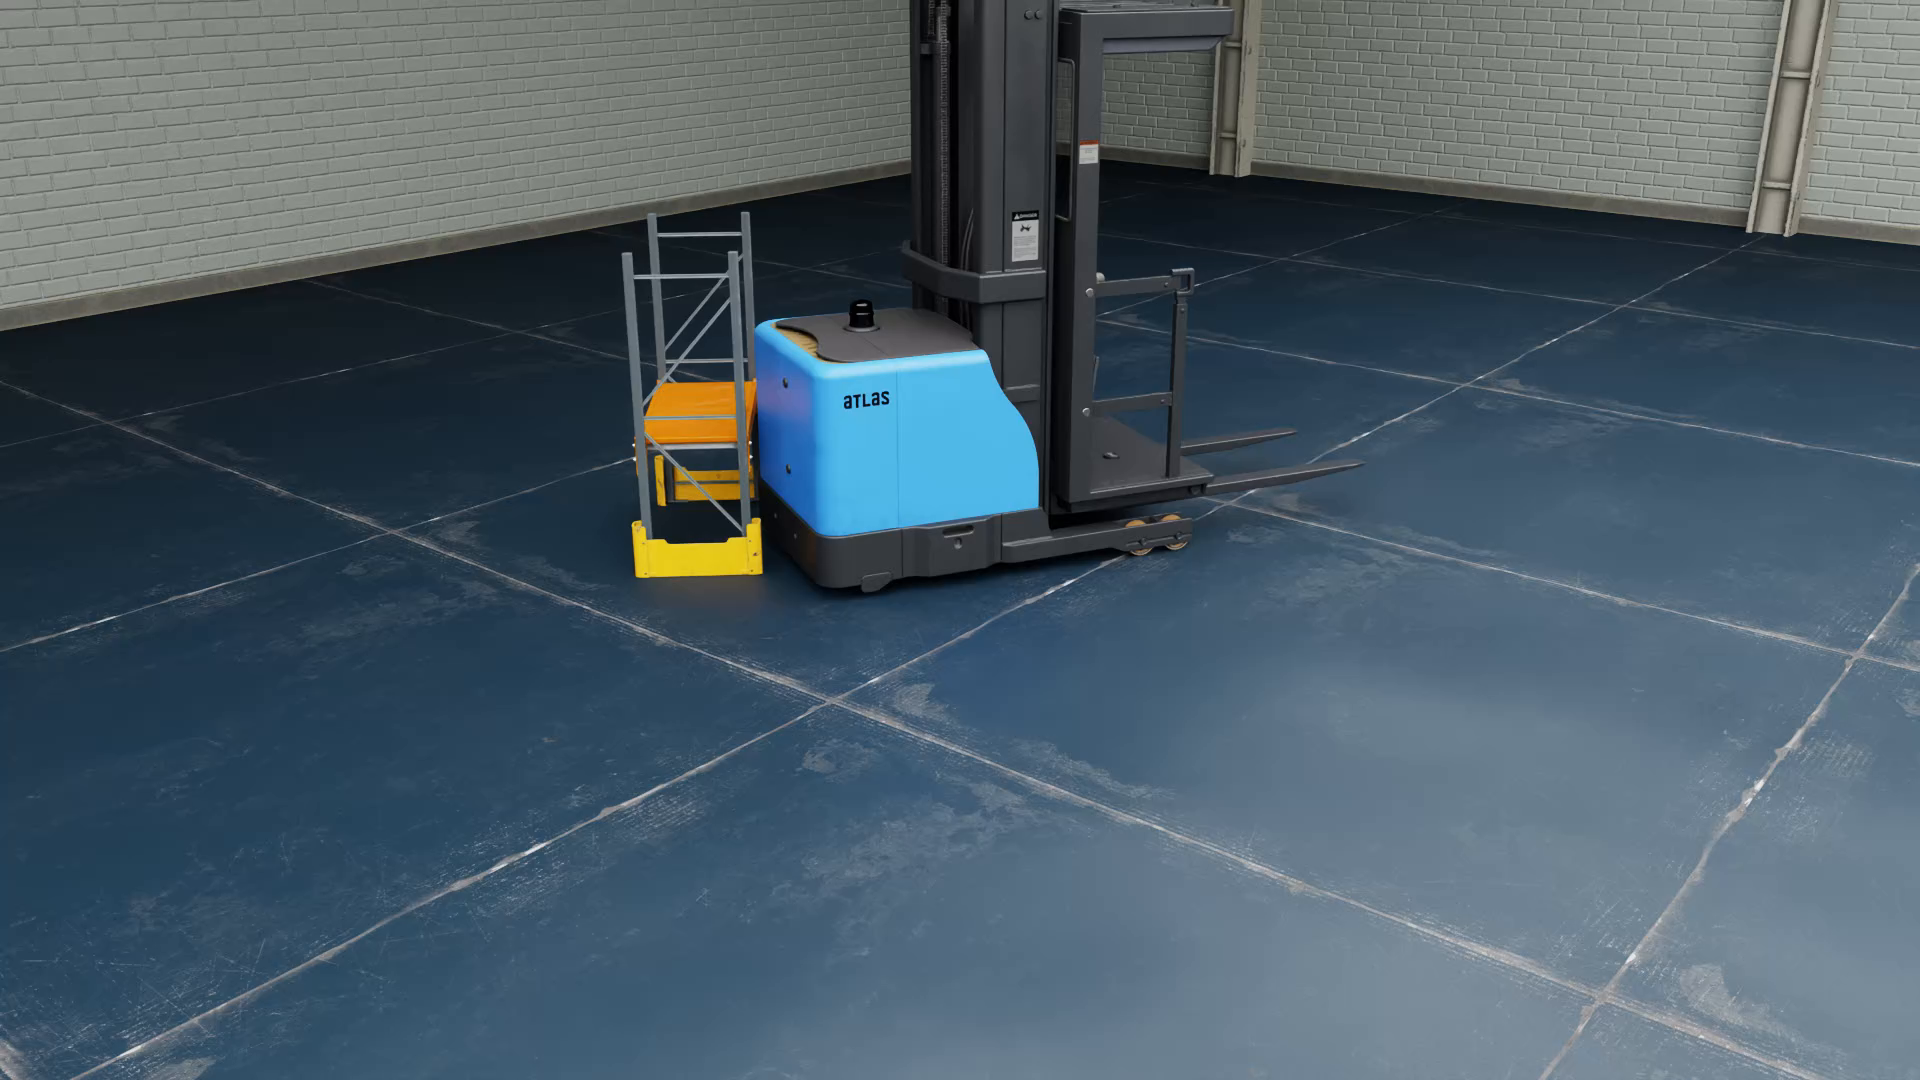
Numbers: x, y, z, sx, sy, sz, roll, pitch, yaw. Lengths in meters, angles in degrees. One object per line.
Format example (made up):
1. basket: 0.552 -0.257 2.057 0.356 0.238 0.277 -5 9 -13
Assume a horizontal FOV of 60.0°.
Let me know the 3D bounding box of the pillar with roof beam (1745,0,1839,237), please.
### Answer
1. pillar with roof beam: 5.111 -6.006 11.343 0.400 9.000 9.100 16 26 36

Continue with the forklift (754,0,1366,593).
1. forklift: 0.577 -1.459 7.883 3.031 2.935 1.130 -9 22 -22

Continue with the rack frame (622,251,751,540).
1. rack frame: -1.216 -0.548 7.494 0.500 1.500 0.032 -1 21 -4

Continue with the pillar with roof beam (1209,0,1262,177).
1. pillar with roof beam: 0.463 -7.345 14.892 0.400 9.000 9.100 16 26 36

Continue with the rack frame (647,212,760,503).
1. rack frame: -1.285 -0.906 8.444 0.500 1.500 0.032 -1 21 -4

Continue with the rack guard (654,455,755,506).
1. rack guard: -1.282 -0.314 8.646 0.587 0.250 0.087 -1 21 -4

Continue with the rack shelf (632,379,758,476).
1. rack shelf: -1.250 -0.559 8.032 0.538 0.185 1.000 -1 21 -4

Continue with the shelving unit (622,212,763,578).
1. shelving unit: -1.250 -0.724 7.961 0.587 1.500 1.083 -1 21 -4

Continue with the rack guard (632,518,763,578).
1. rack guard: -1.215 0.036 7.716 0.587 0.250 0.087 -1 21 -4
